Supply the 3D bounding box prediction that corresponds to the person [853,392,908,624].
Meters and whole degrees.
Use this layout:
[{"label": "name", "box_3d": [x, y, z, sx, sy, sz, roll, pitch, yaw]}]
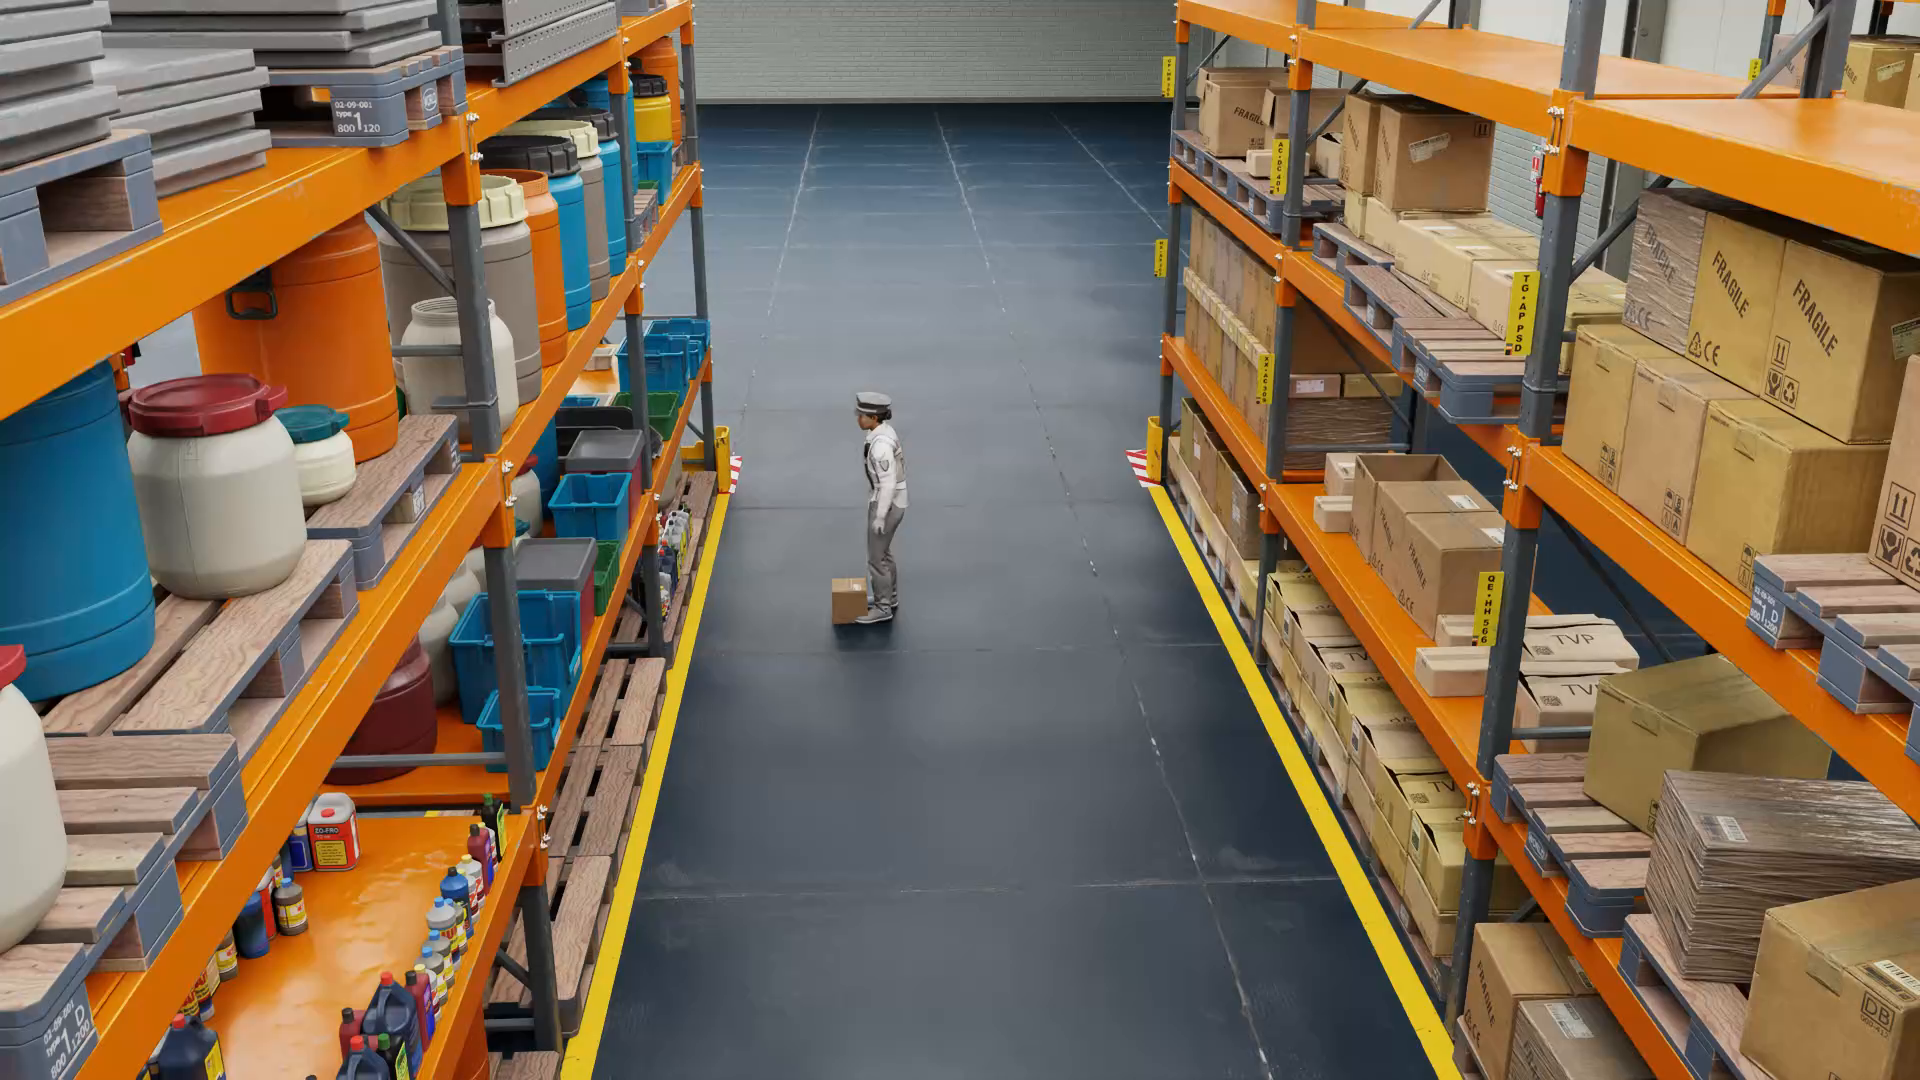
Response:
[{"label": "person", "box_3d": [-0.571, -0.230, 11.683, 0.409, 1.667, 0.547, -2, 21, -6]}]
